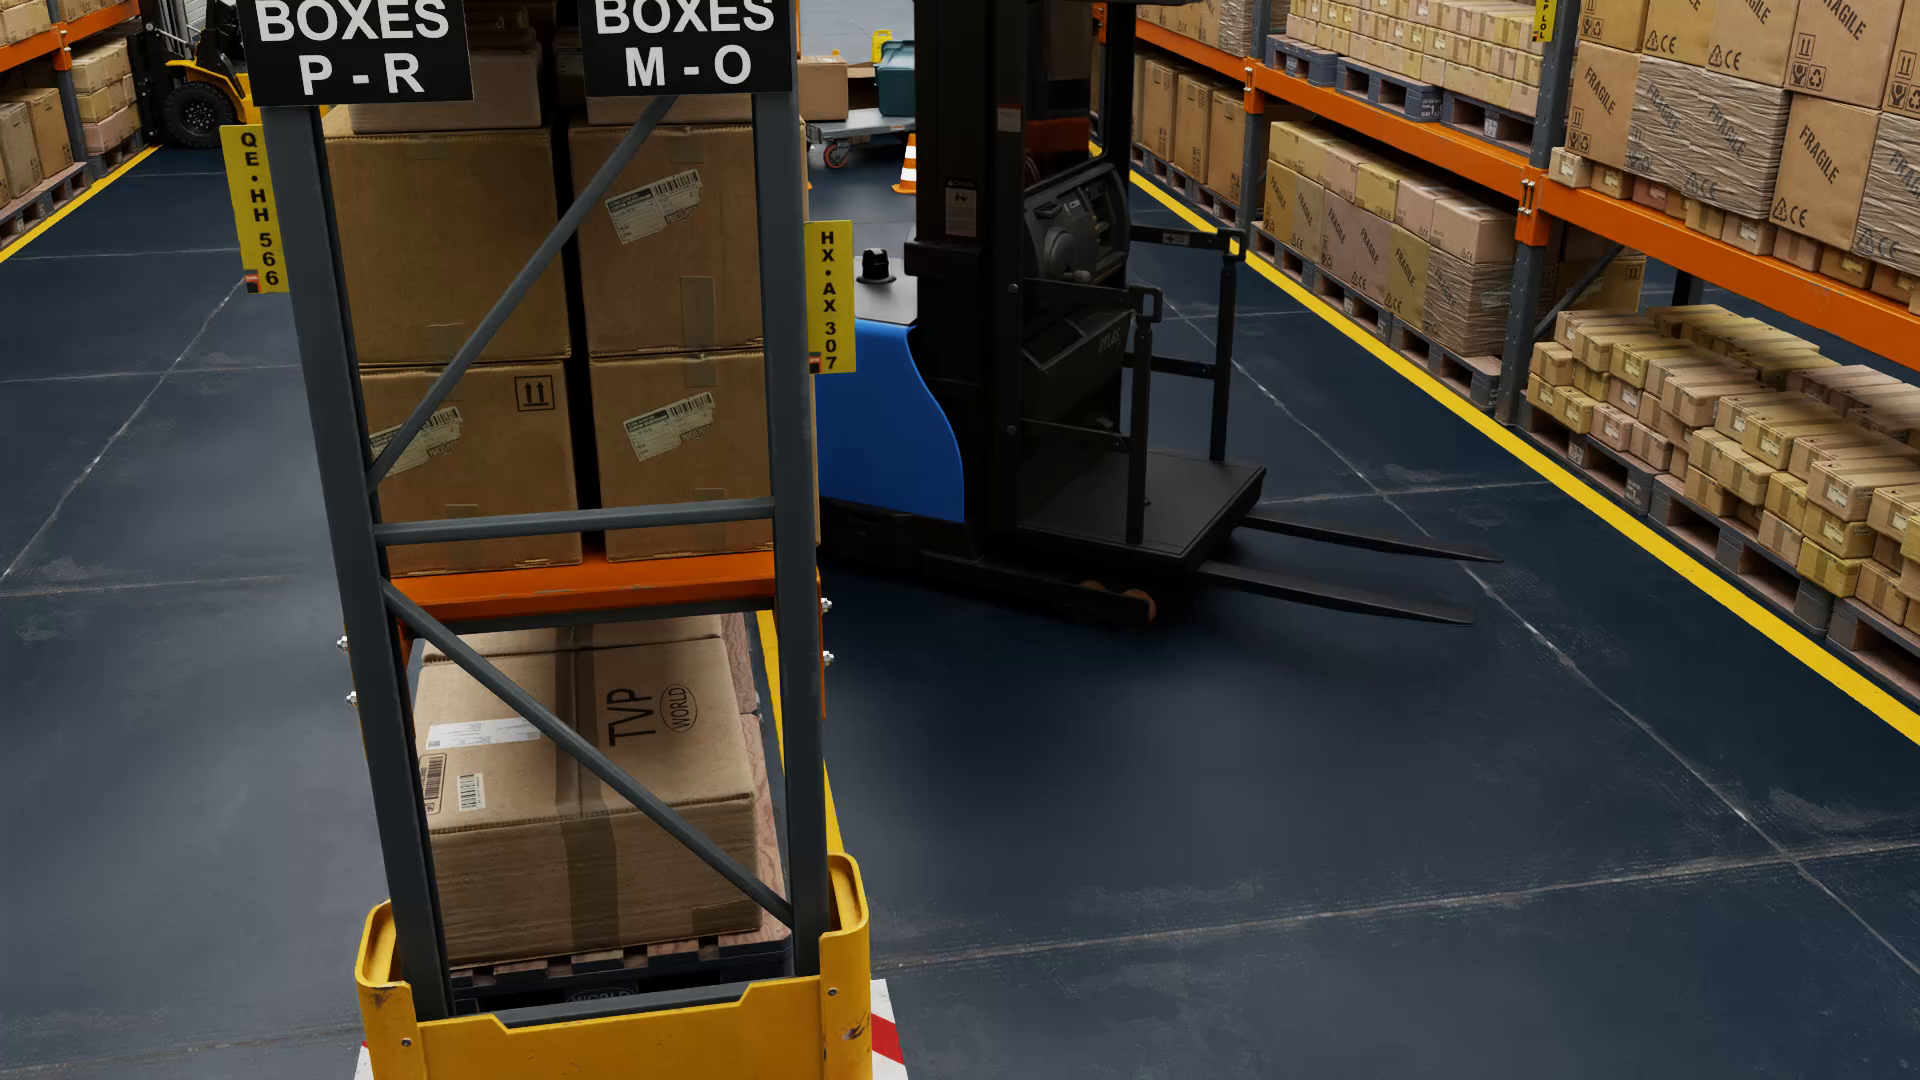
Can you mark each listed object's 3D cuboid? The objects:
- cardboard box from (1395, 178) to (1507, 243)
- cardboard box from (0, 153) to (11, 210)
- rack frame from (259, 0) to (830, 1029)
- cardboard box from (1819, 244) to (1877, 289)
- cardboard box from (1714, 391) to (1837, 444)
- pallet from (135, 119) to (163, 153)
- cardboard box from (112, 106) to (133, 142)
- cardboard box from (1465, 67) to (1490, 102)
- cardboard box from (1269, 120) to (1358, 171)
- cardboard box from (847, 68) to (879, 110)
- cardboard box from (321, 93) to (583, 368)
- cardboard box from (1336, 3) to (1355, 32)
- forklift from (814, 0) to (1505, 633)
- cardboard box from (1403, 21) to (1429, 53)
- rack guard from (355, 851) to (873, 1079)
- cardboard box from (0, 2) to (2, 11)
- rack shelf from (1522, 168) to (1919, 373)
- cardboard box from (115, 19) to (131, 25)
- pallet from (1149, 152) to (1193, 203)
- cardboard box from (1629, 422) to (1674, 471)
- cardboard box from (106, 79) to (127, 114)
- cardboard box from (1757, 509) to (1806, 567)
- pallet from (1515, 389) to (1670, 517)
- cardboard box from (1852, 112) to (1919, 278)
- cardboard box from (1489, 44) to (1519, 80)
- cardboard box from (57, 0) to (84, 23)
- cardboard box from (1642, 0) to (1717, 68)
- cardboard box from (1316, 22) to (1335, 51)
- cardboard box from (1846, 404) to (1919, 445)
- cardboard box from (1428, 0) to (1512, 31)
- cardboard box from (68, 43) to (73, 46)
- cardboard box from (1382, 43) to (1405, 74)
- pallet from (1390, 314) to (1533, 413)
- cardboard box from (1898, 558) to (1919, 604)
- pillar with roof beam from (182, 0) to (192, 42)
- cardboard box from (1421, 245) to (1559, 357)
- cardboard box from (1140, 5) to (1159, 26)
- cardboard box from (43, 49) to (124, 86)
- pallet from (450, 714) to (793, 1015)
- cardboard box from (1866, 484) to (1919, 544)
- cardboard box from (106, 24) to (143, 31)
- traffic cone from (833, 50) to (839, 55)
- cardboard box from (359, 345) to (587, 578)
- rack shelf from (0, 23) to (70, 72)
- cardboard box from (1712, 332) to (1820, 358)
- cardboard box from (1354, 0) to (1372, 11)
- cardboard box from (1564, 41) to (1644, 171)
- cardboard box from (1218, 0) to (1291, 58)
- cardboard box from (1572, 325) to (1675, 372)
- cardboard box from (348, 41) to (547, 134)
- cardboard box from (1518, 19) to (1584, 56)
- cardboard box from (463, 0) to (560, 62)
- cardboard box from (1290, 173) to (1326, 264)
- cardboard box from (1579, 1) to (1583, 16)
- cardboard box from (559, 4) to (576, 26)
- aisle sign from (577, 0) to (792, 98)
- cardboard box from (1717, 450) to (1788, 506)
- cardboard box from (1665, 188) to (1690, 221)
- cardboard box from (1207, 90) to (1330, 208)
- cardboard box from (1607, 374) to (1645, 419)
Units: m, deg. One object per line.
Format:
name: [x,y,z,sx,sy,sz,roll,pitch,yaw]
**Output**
cardboard box: [2.820,-1.881,9.471,0.500,0.250,0.500,-3,24,-7]
cardboard box: [-7.530,-2.683,12.089,0.875,0.625,0.625,-5,24,-12]
rack frame: [-0.818,-0.034,3.579,1.000,3.000,0.127,-4,24,-10]
cardboard box: [3.473,-1.048,6.216,0.380,0.149,0.250,-4,24,-9]
cardboard box: [3.405,-0.504,6.951,0.380,0.149,0.250,-5,24,-12]
pallet: [-8.249,-3.904,15.925,1.003,0.211,1.213,-4,24,-10]
cardboard box: [-7.787,-3.731,14.955,0.500,0.250,0.500,-5,24,-11]
cardboard box: [2.928,-2.432,8.861,0.380,0.149,0.250,-4,24,-10]
cardboard box: [2.438,-2.688,11.318,0.500,0.250,0.500,-5,24,-12]
cardboard box: [-0.782,-4.375,16.468,0.797,0.637,0.503,-4,24,-10]
cardboard box: [-1.141,-0.710,3.753,0.500,0.500,0.500,-4,24,-8]
cardboard box: [2.593,-3.285,10.441,0.380,0.149,0.250,-4,24,-10]
forklift: [0.644,-1.226,6.395,3.031,2.935,1.130,11,26,24]
cardboard box: [2.774,-2.887,9.530,0.380,0.149,0.250,-4,24,-10]
rack guard: [-0.813,1.121,4.058,1.175,0.500,0.348,-4,24,-10]
cardboard box: [-7.381,-3.968,12.150,0.500,0.250,0.500,-4,24,-9]
rack shelf: [3.658,-0.897,6.454,1.077,0.370,4.000,-4,24,-10]
cardboard box: [-8.751,-5.146,16.946,0.500,0.250,0.500,-5,24,-11]
pallet: [2.255,-3.103,14.091,1.003,0.211,1.213,-4,24,-10]
cardboard box: [3.282,-0.437,7.541,0.380,0.149,0.250,-5,24,-11]
cardboard box: [-7.795,-3.957,14.850,0.500,0.250,0.500,-4,24,-10]
cardboard box: [3.417,-0.022,6.590,0.380,0.149,0.250,-4,24,-9]
pallet: [3.448,-0.474,8.071,1.003,0.211,1.213,-4,24,-10]
cardboard box: [3.499,-1.181,5.710,0.500,0.500,0.500,-4,24,-10]
cardboard box: [2.971,-2.472,8.580,0.380,0.149,0.250,-4,24,-9]
cardboard box: [-7.740,-4.625,13.966,0.500,0.500,0.500,-5,24,-11]
cardboard box: [3.243,-2.255,6.920,0.500,0.500,0.500,-5,24,-11]
cardboard box: [2.533,-3.261,10.759,0.380,0.149,0.250,-3,24,-7]
cardboard box: [3.862,-0.438,6.798,0.380,0.149,0.250,-4,24,-10]
cardboard box: [2.835,-2.914,9.221,0.380,0.149,0.250,-5,24,-11]
cardboard box: [-8.384,-4.353,15.130,0.500,0.250,0.500,-4,24,-9]
cardboard box: [2.727,-2.849,9.815,0.380,0.149,0.250,-5,24,-11]
pallet: [3.143,-1.041,9.371,1.003,0.211,1.213,-4,24,-10]
cardboard box: [3.552,0.147,5.831,0.380,0.149,0.250,-5,24,-12]
pillar with roof beam: [-6.290,-11.046,21.297,9.100,9.000,0.400,-4,24,-10]
cardboard box: [2.904,-1.333,9.152,0.500,0.500,0.500,-5,24,-11]
cardboard box: [1.826,-4.584,13.872,0.500,0.500,0.500,-4,24,-10]
cardboard box: [-7.780,-4.191,14.759,0.500,0.250,0.500,-4,24,-10]
pallet: [-1.043,0.936,4.844,1.003,0.211,1.213,-4,24,-10]
cardboard box: [3.533,-0.090,6.002,0.380,0.149,0.250,-5,24,-12]
cardboard box: [-8.162,-4.990,16.590,0.500,0.250,0.500,-4,24,-9]
traffic cone: [-1.401,-5.307,18.823,0.336,0.463,0.334,-4,24,-10]
cardboard box: [-1.167,-0.250,3.949,0.500,0.500,0.500,-4,24,-9]
rack shelf: [-7.544,-3.269,11.885,1.077,0.370,4.000,-4,24,-10]
cardboard box: [3.749,-0.856,7.756,0.380,0.149,0.250,-5,24,-10]
cardboard box: [2.638,-3.328,10.167,0.380,0.149,0.250,-3,24,-7]
cardboard box: [3.132,-1.982,7.543,0.500,0.500,0.500,-5,24,-11]
cardboard box: [2.202,-3.790,12.054,0.500,0.500,0.500,-4,24,-10]
cardboard box: [3.141,-0.908,7.876,0.380,0.149,0.250,-3,24,-7]
cardboard box: [-1.081,-0.961,3.519,0.380,0.149,0.250,-4,24,-9]
cardboard box: [3.022,-2.507,8.287,0.380,0.149,0.250,-3,24,-7]
cardboard box: [-1.267,-1.365,4.443,0.380,0.149,0.250,-5,24,-10]
cardboard box: [2.525,-2.139,10.998,0.500,0.500,0.500,-4,24,-9]
cardboard box: [3.522,-2.861,9.098,0.380,0.149,0.250,-5,24,-10]
cardboard box: [-1.536,-1.504,5.573,0.500,0.500,0.500,-4,24,-9]
aisle sign: [-0.519,-1.218,3.043,0.394,0.787,0.004,-4,24,-10]
cardboard box: [3.337,-0.264,6.772,0.380,0.149,0.250,-4,24,-9]
cardboard box: [3.286,-1.458,7.154,0.380,0.149,0.250,-5,24,-12]
cardboard box: [2.525,-2.994,12.644,1.050,0.750,0.750,-5,24,-10]
cardboard box: [3.257,-0.683,7.732,0.380,0.149,0.250,-4,24,-10]
